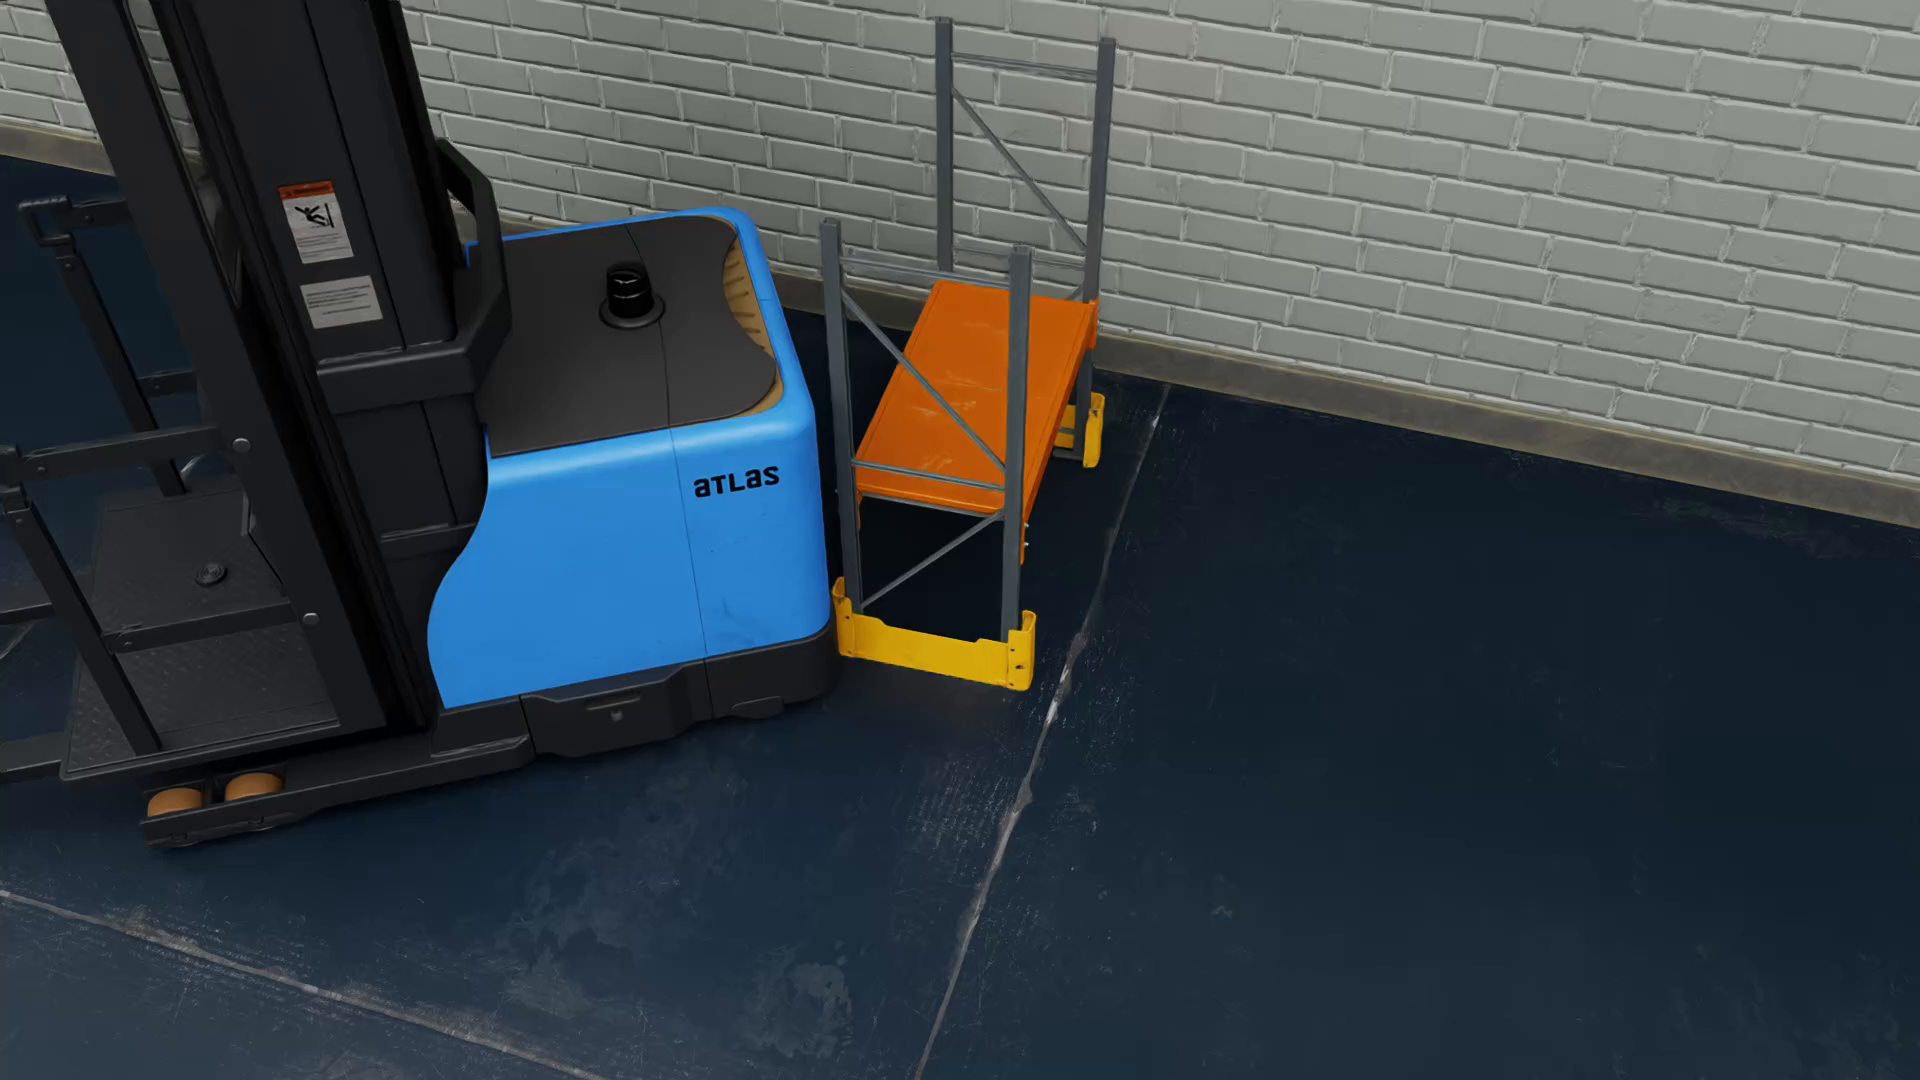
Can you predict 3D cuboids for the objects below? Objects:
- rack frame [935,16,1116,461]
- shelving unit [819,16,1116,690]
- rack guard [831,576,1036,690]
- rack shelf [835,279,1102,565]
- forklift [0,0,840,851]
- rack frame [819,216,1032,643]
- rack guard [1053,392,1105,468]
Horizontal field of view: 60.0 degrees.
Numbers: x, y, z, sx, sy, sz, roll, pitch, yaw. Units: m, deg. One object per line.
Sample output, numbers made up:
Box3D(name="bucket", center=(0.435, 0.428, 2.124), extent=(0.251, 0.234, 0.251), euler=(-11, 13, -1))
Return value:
Box3D(name="rack frame", center=(0.177, -0.852, 5.049), extent=(0.500, 1.500, 0.032), euler=(10, 45, 10))
Box3D(name="shelving unit", center=(0.050, -0.515, 4.703), extent=(0.587, 1.500, 1.083), euler=(10, 45, 10))
Box3D(name="rack guard", center=(-0.077, 0.269, 4.796), extent=(0.587, 0.250, 0.087), euler=(10, 45, 10))
Box3D(name="rack shelf", center=(0.048, -0.380, 4.823), extent=(0.538, 0.185, 1.000), euler=(10, 45, 10))
Box3D(name="forklift", center=(-1.919, -0.645, 3.813), extent=(3.031, 2.935, 1.130), euler=(-11, 45, -11))
Box3D(name="rack frame", center=(-0.081, -0.165, 4.346), extent=(0.500, 1.500, 0.032), euler=(10, 45, 10))
Box3D(name="rack guard", center=(0.176, -0.405, 5.485), extent=(0.587, 0.250, 0.087), euler=(10, 45, 10))
